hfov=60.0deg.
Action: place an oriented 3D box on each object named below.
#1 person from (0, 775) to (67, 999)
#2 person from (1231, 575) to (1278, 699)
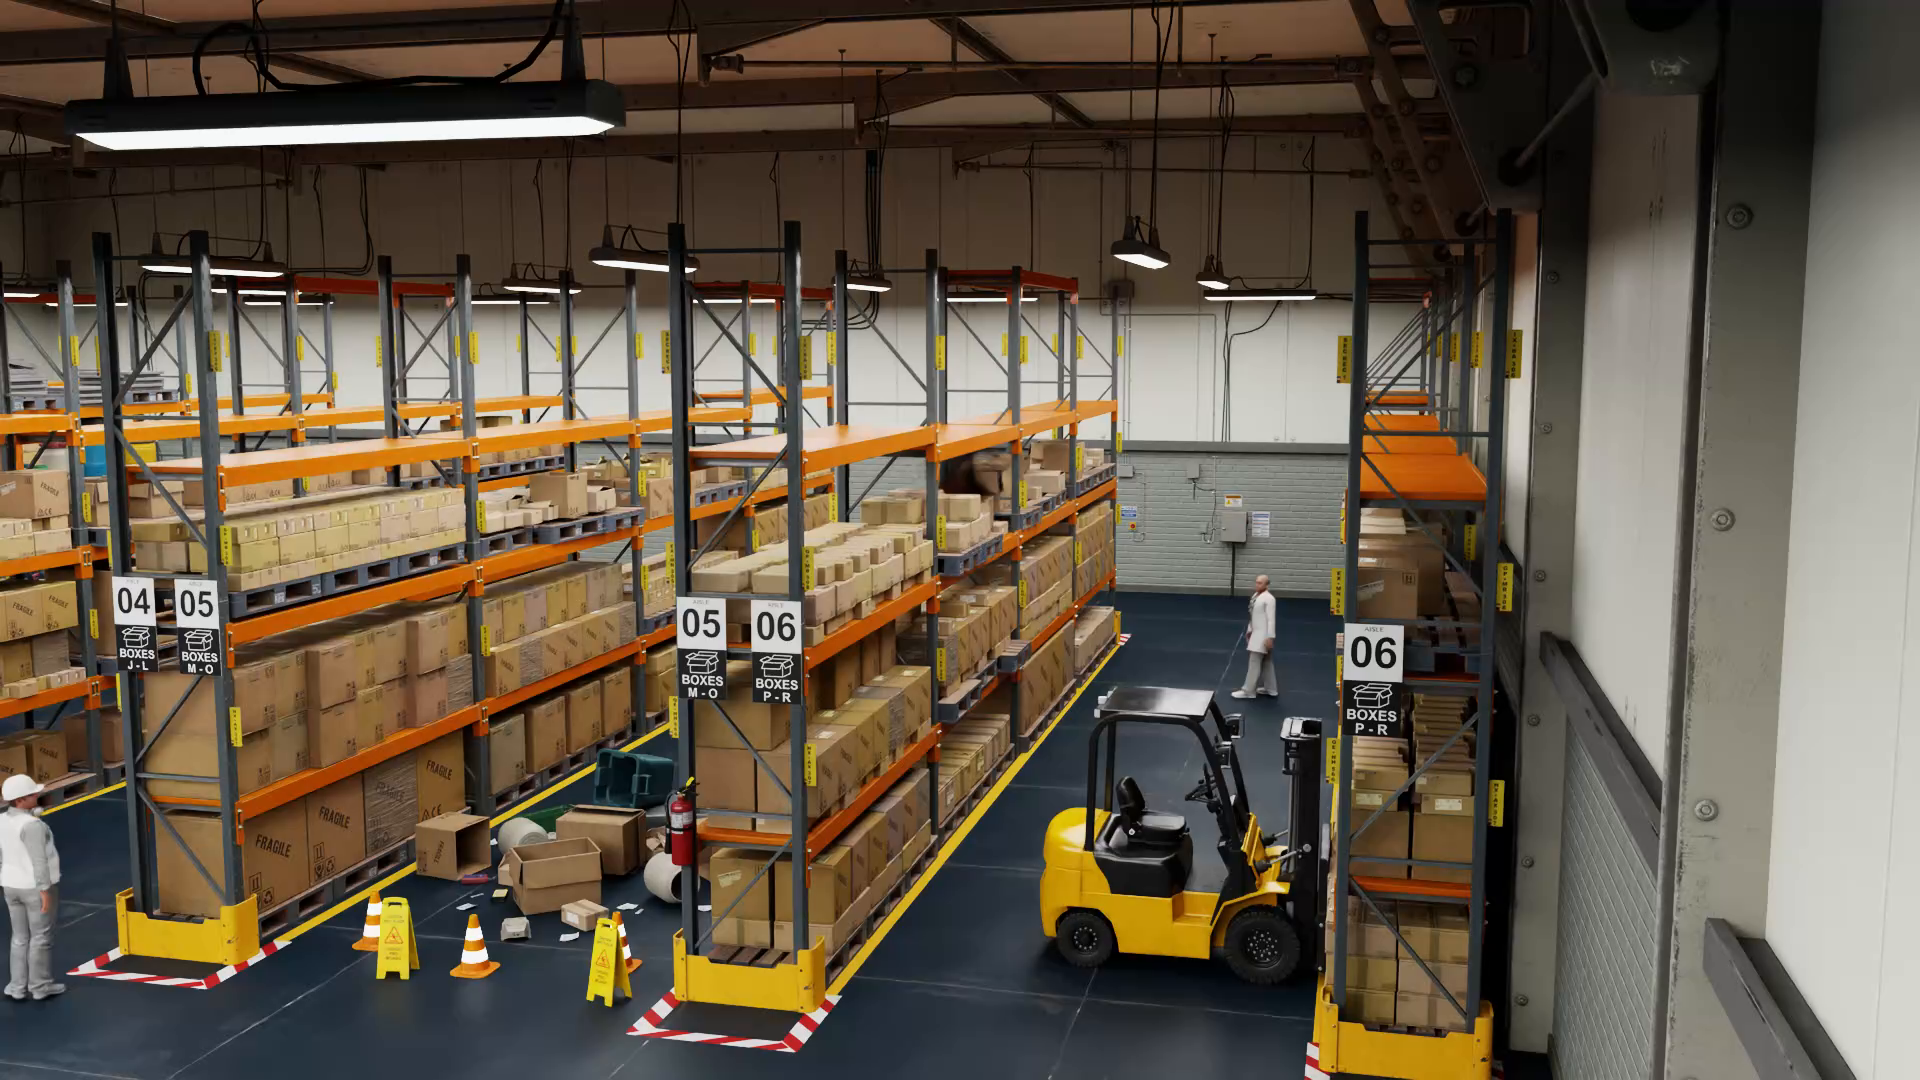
[{"bbox_3d":[-7.296,2.706,13.030,0.618,1.792,0.369,3,7,21],"label":"person"},{"bbox_3d":[4.253,1.376,23.942,0.689,1.768,0.611,1,7,6],"label":"person"}]
